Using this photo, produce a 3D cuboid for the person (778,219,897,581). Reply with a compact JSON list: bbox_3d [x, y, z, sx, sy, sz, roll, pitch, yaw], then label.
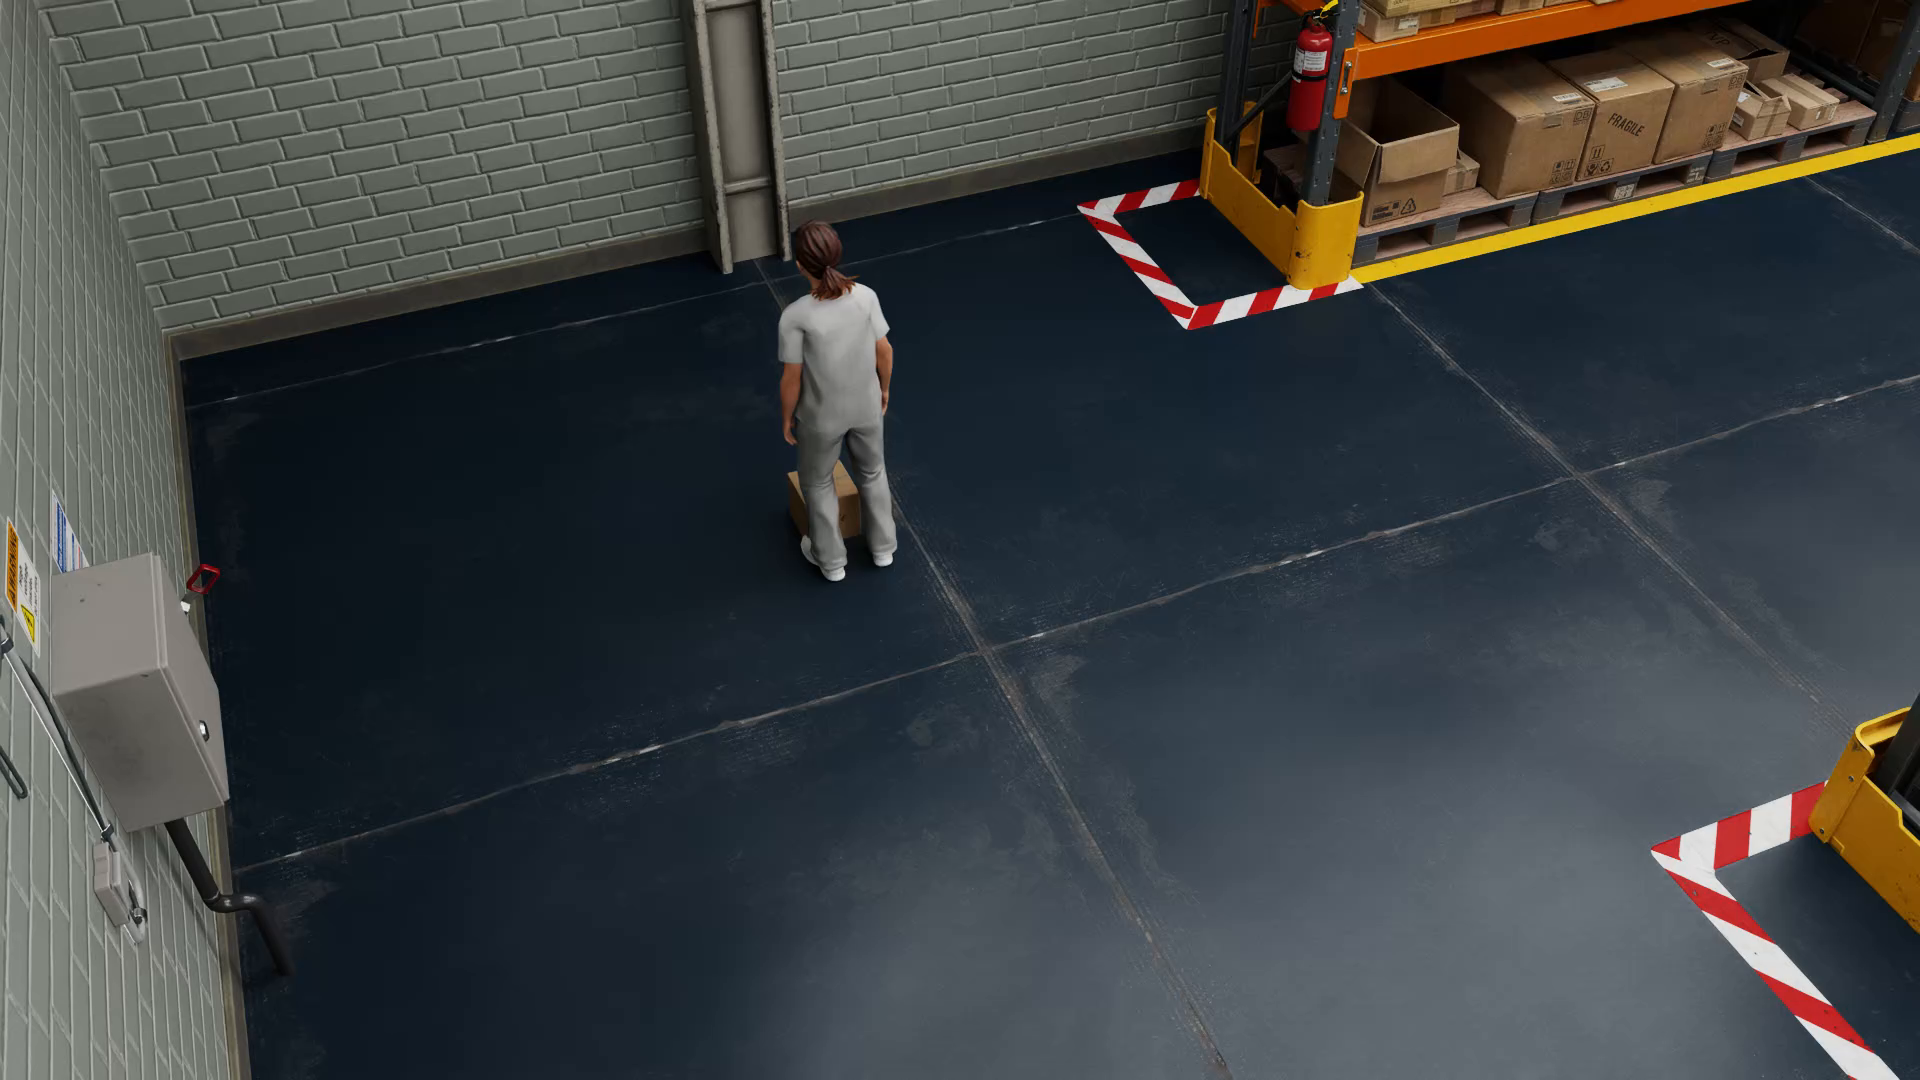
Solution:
[{"bbox_3d":[-0.499,-0.538,6.761,0.498,1.671,0.363,-17,45,-18],"label":"person"}]
